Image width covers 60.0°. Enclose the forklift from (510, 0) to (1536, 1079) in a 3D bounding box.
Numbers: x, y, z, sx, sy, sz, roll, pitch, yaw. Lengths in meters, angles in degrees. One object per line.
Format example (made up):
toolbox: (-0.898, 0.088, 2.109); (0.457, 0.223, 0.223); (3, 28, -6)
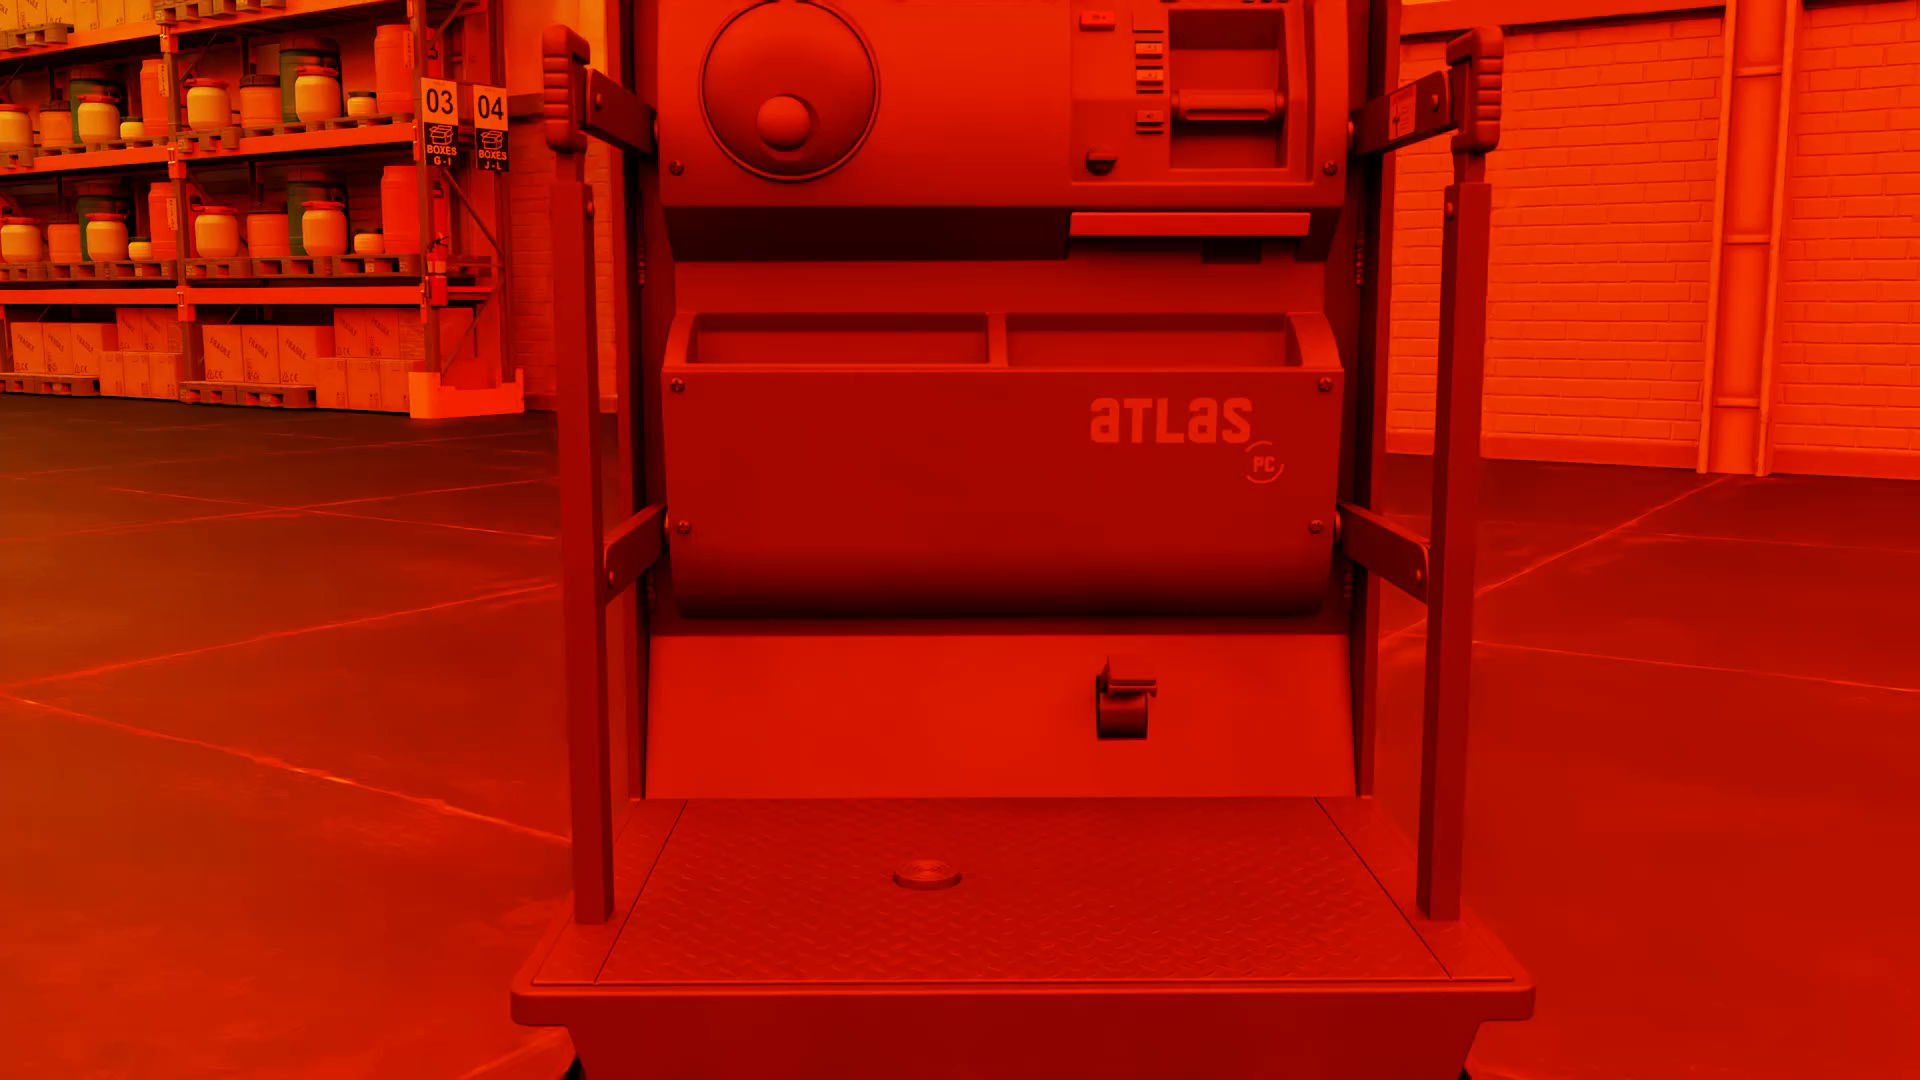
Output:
forklift: (0.063, -0.692, 2.057); (1.130, 2.935, 3.031); (0, 8, -1)
